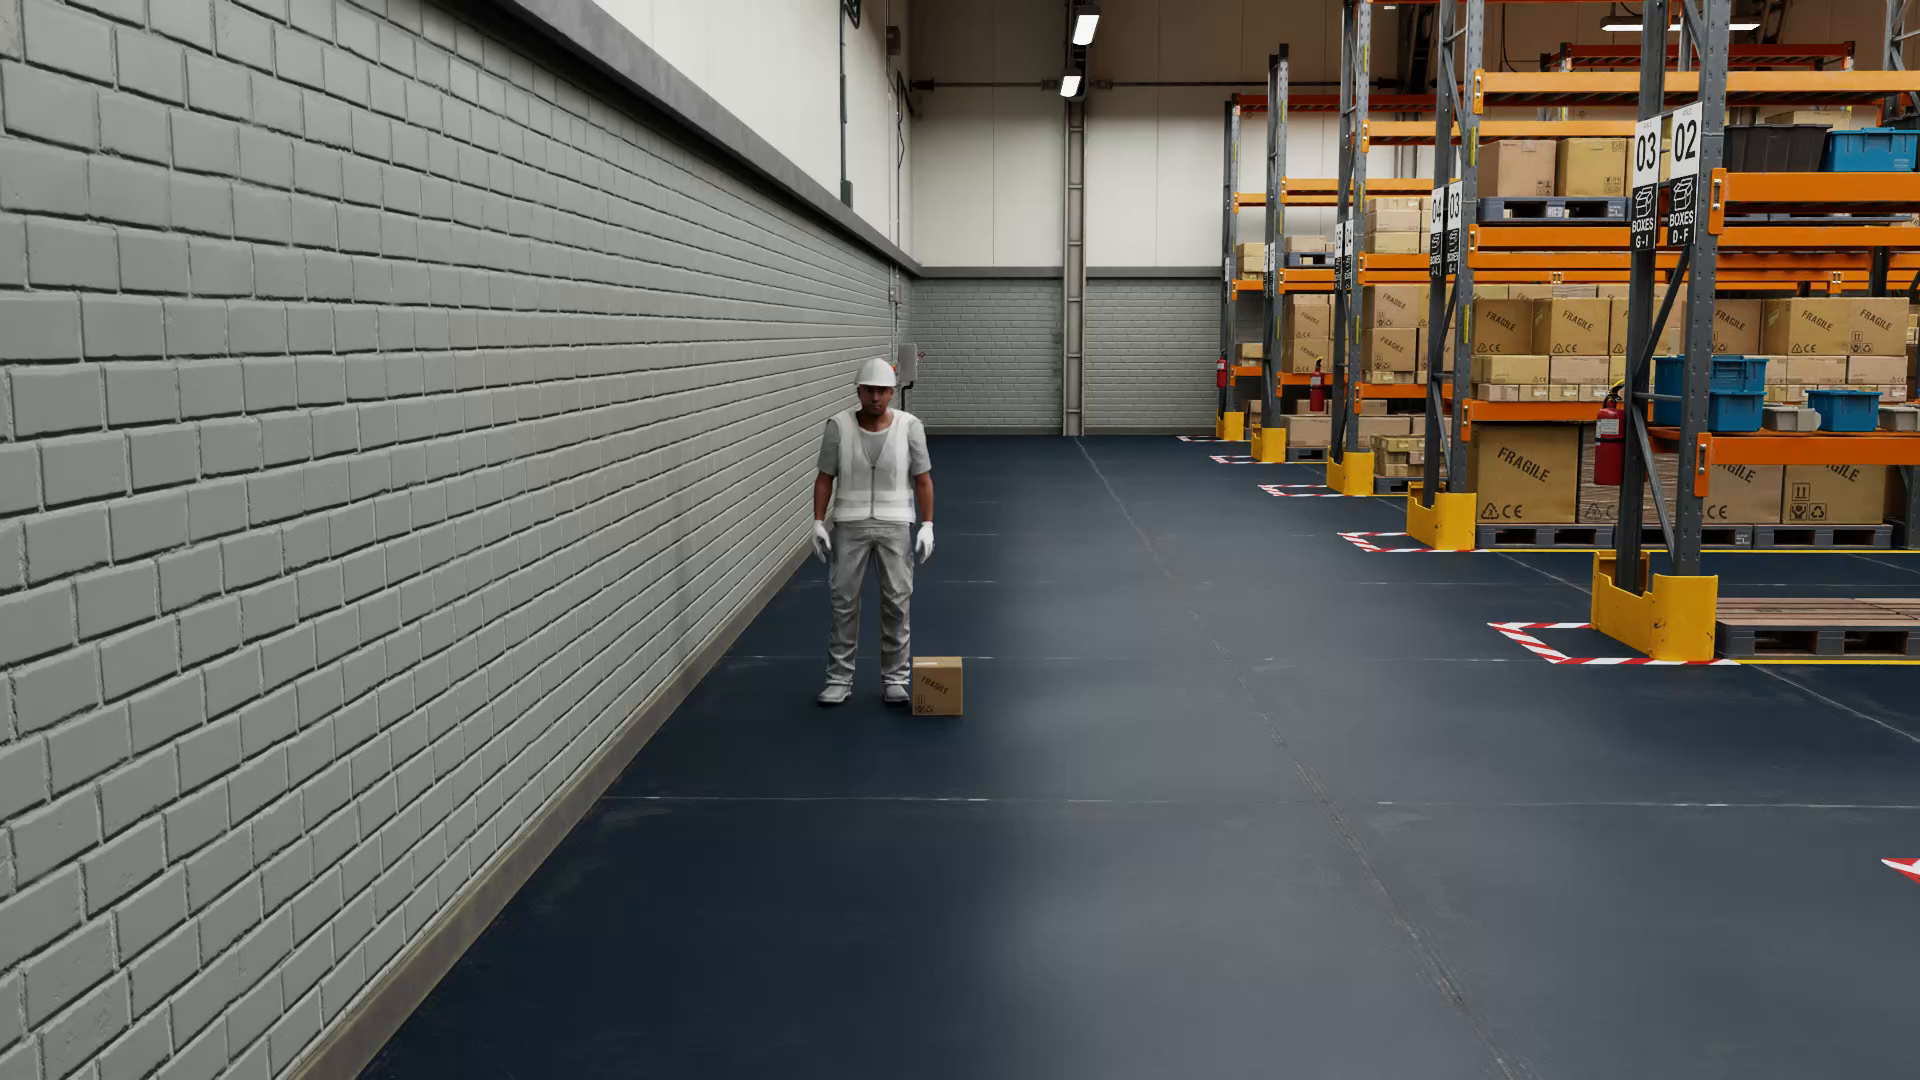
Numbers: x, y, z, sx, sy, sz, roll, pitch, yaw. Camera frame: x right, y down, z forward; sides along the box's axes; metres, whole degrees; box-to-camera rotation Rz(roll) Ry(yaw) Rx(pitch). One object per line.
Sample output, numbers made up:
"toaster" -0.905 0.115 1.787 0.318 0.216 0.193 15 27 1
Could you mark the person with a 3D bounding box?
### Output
"person" -0.447 -0.044 8.562 0.633 1.775 0.449 0 7 -1
